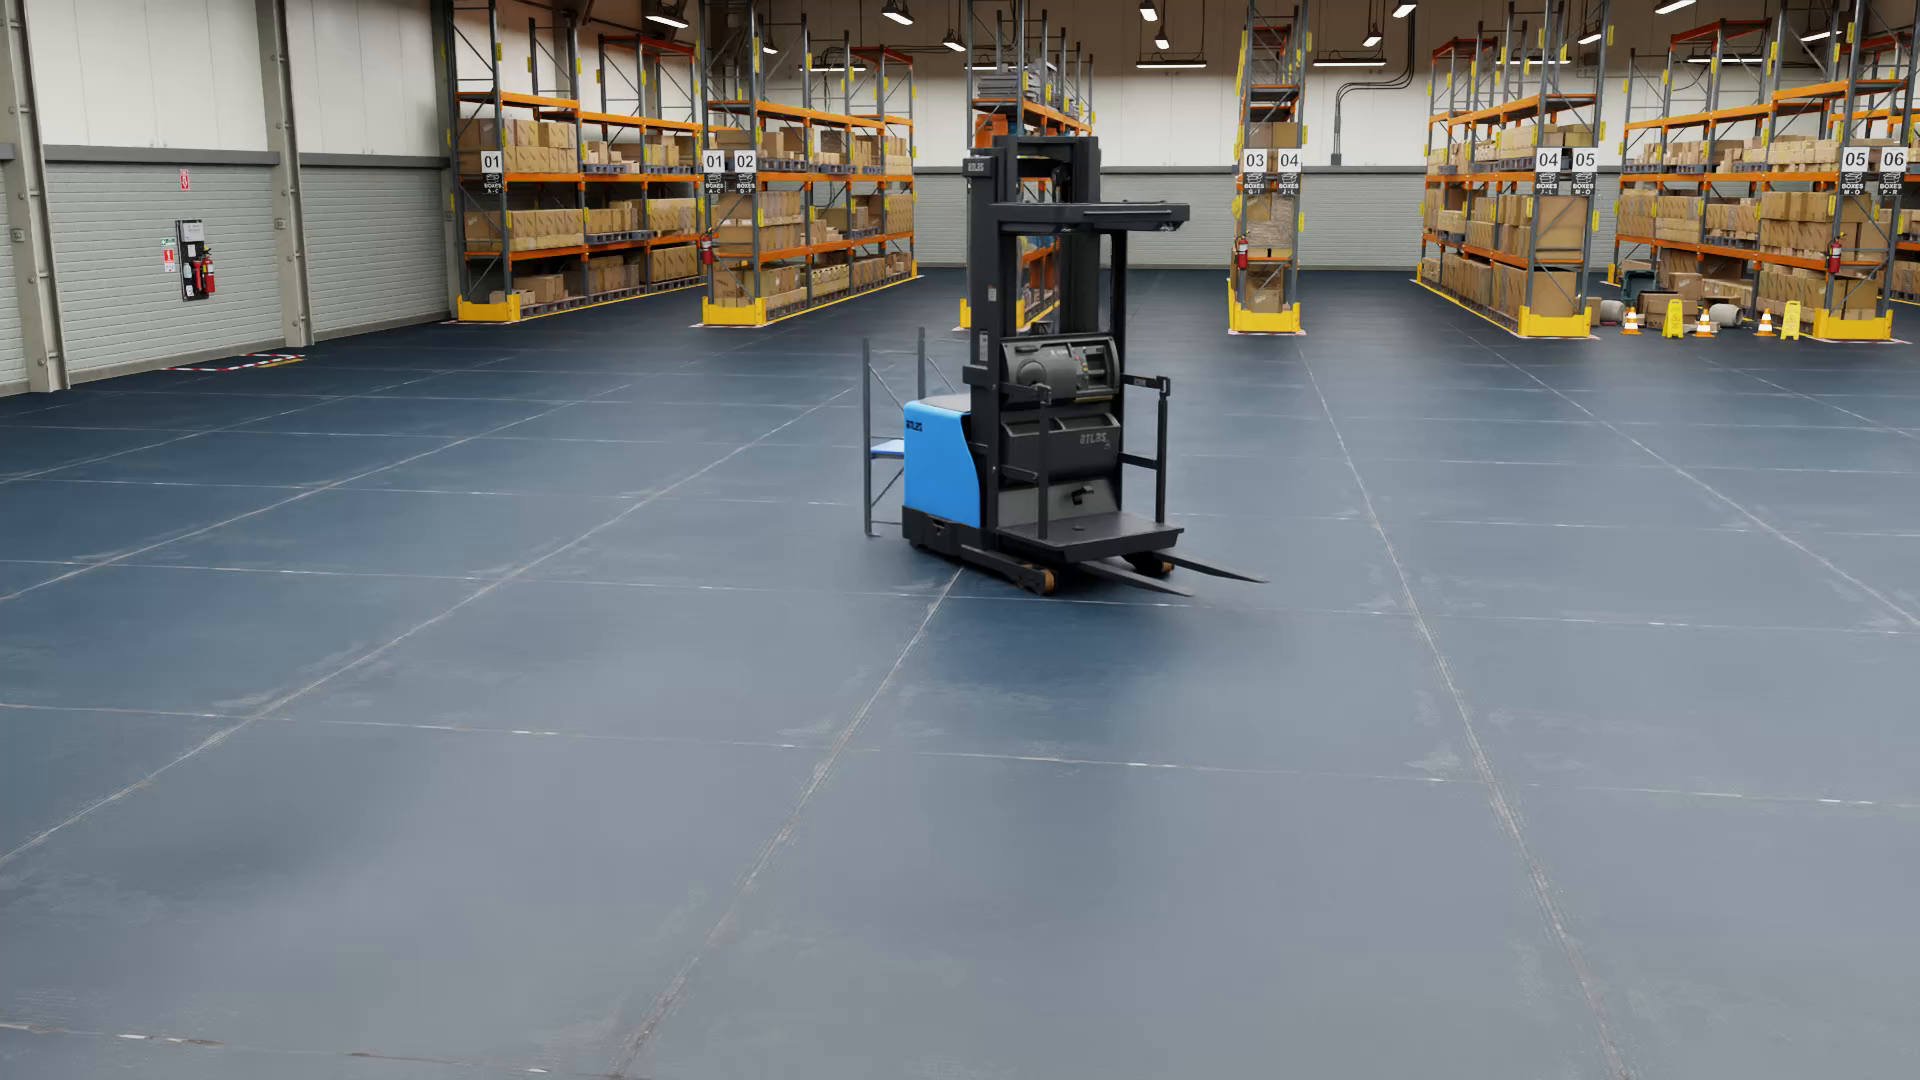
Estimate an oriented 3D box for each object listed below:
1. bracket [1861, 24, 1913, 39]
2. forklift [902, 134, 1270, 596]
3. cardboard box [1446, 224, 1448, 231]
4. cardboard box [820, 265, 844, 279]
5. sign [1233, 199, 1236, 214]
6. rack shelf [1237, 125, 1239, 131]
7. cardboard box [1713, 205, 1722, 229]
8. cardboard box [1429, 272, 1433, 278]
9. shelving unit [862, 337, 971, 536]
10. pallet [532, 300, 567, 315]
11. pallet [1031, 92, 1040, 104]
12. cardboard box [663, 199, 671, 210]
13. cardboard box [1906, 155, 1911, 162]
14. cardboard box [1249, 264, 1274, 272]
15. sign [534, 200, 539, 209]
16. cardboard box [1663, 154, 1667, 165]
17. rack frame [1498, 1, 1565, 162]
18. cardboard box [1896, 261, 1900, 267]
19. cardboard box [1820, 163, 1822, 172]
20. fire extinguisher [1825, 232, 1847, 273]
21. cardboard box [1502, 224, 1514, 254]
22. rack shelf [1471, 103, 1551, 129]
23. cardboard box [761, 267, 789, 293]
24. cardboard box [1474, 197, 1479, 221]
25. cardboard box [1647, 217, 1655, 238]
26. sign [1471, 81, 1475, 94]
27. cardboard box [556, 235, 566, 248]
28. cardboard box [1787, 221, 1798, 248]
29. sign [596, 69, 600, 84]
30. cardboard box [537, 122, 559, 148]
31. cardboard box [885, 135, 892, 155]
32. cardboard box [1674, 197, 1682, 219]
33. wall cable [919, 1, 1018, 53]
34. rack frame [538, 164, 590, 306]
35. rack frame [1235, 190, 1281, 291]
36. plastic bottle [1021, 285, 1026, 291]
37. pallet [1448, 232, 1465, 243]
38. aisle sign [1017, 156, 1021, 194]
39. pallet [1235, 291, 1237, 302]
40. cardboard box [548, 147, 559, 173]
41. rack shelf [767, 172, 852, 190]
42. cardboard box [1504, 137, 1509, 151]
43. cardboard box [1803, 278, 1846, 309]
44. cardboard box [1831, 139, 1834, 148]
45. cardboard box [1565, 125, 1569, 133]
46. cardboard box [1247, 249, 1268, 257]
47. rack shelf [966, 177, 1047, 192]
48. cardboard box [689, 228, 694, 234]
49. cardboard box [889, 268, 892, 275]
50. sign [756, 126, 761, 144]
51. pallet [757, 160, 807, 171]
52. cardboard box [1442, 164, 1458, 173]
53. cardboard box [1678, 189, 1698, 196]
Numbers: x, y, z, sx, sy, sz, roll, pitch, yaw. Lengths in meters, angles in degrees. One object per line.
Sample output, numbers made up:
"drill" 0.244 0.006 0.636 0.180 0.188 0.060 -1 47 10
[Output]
"bracket" 23.171 -12.703 41.533 0.076 0.066 4.783 2 12 9
"forklift" 0.805 -1.190 11.058 1.130 2.935 3.031 -8 14 -33
"cardboard box" 11.500 -7.251 38.620 0.380 0.149 0.250 1 12 6
"cardboard box" -2.947 -6.141 38.067 0.500 0.311 0.500 2 12 8
"sign" 6.203 -7.493 37.392 0.100 0.325 0.005 2 12 9
"rack shelf" 7.674 -10.544 42.715 1.077 0.370 4.000 2 12 9
"cardboard box" 16.173 -6.793 34.953 0.500 0.500 0.500 3 12 12
"cardboard box" 12.246 -6.783 42.619 0.380 0.149 0.250 2 12 9
"shelving unit" -0.296 -0.856 12.905 0.500 1.500 1.039 5 13 22
"pallet" -8.801 -4.799 34.262 1.003 0.211 1.213 2 12 9
"pallet" 0.958 -8.455 31.762 1.003 0.211 1.213 2 12 9
"cardboard box" -7.452 -8.264 40.947 0.500 0.250 0.500 2 12 9
"cardboard box" 21.422 -8.544 37.261 0.380 0.149 0.250 2 12 10
"cardboard box" 6.607 -6.018 36.406 0.500 0.250 0.500 3 13 15
"sign" -9.096 -7.141 35.762 0.100 0.325 0.005 2 12 9
"cardboard box" 16.736 -8.934 39.030 0.396 0.266 0.258 2 12 8
"rack frame" 11.022 -8.828 32.094 1.000 3.000 0.127 2 12 9
"cardboard box" 21.723 -6.324 38.113 0.380 0.149 0.250 2 12 8
"cardboard box" 15.277 -6.507 29.045 0.380 0.149 0.250 2 12 9
"fire extinguisher" 14.840 -4.876 28.183 0.296 0.674 0.183 2 12 9
"cardboard box" 10.715 -5.667 31.314 0.875 0.550 0.550 2 12 9
"rack shelf" 11.329 -8.697 34.144 1.077 0.370 4.000 2 12 9
"cardboard box" -3.731 -5.210 33.298 0.500 0.500 0.500 2 12 9
"cardboard box" 11.558 -7.172 36.042 0.700 0.500 0.500 2 12 8
"cardboard box" 16.978 -7.575 40.283 0.500 0.500 0.500 2 12 9
"sign" 13.413 -11.837 43.467 0.100 0.325 0.005 2 12 9
"cardboard box" -8.467 -6.177 34.346 0.500 0.250 0.500 2 12 8
"cardboard box" 15.383 -5.552 30.192 0.500 0.500 0.500 2 12 9
"sign" -8.481 -10.875 39.000 0.100 0.325 0.005 2 12 9
"cardboard box" -8.500 -8.235 33.808 0.500 0.500 0.500 1 12 7
"cardboard box" -2.167 -10.270 43.295 0.700 0.500 0.500 2 12 9
"cardboard box" 16.603 -7.557 37.830 0.500 0.500 0.500 2 12 8
"wall cable" 0.253 -16.141 50.616 3.097 2.526 0.112 2 12 9
"rack frame" -8.547 -6.558 35.804 1.000 3.000 0.127 2 12 9
"rack frame" 6.751 -6.909 37.433 1.000 3.000 0.127 2 12 9
"plastic bottle" 1.286 -5.018 33.903 0.144 0.351 0.185 2 12 9
"pallet" 11.641 -6.786 37.315 1.213 0.211 1.003 2 12 9
"aisle sign" 0.905 -6.651 30.063 0.394 0.787 0.004 2 12 9
"pallet" 6.630 -5.383 36.973 1.003 0.211 1.213 2 12 9
"cardboard box" -8.518 -7.748 33.923 0.500 0.500 0.500 1 12 6
"rack shelf" -3.344 -7.929 36.754 1.077 0.370 4.000 2 12 9
"cardboard box" 10.594 -7.490 31.422 0.500 0.250 0.500 2 12 8
"cardboard box" 15.179 -4.326 29.196 0.500 0.500 0.500 2 12 9
"cardboard box" 15.151 -6.789 28.457 0.380 0.149 0.250 2 12 10
"cardboard box" 10.851 -7.214 29.198 0.380 0.149 0.250 2 12 8
"cardboard box" 5.361 -5.187 30.039 0.380 0.149 0.250 2 12 9
"rack shelf" 0.935 -6.935 32.142 1.077 0.370 4.000 2 12 9
"cardboard box" -7.104 -7.978 42.939 0.380 0.149 0.250 2 12 10
"cardboard box" -2.020 -7.154 44.252 0.380 0.166 0.250 2 12 9
"sign" -3.719 -7.479 30.693 0.100 0.325 0.005 2 12 9
"pallet" -3.757 -7.643 33.928 1.003 0.211 1.213 2 12 9
"cardboard box" 12.061 -9.064 40.668 0.500 0.250 0.500 2 12 10
"cardboard box" 17.464 -8.333 39.889 0.380 0.149 0.250 2 12 8
